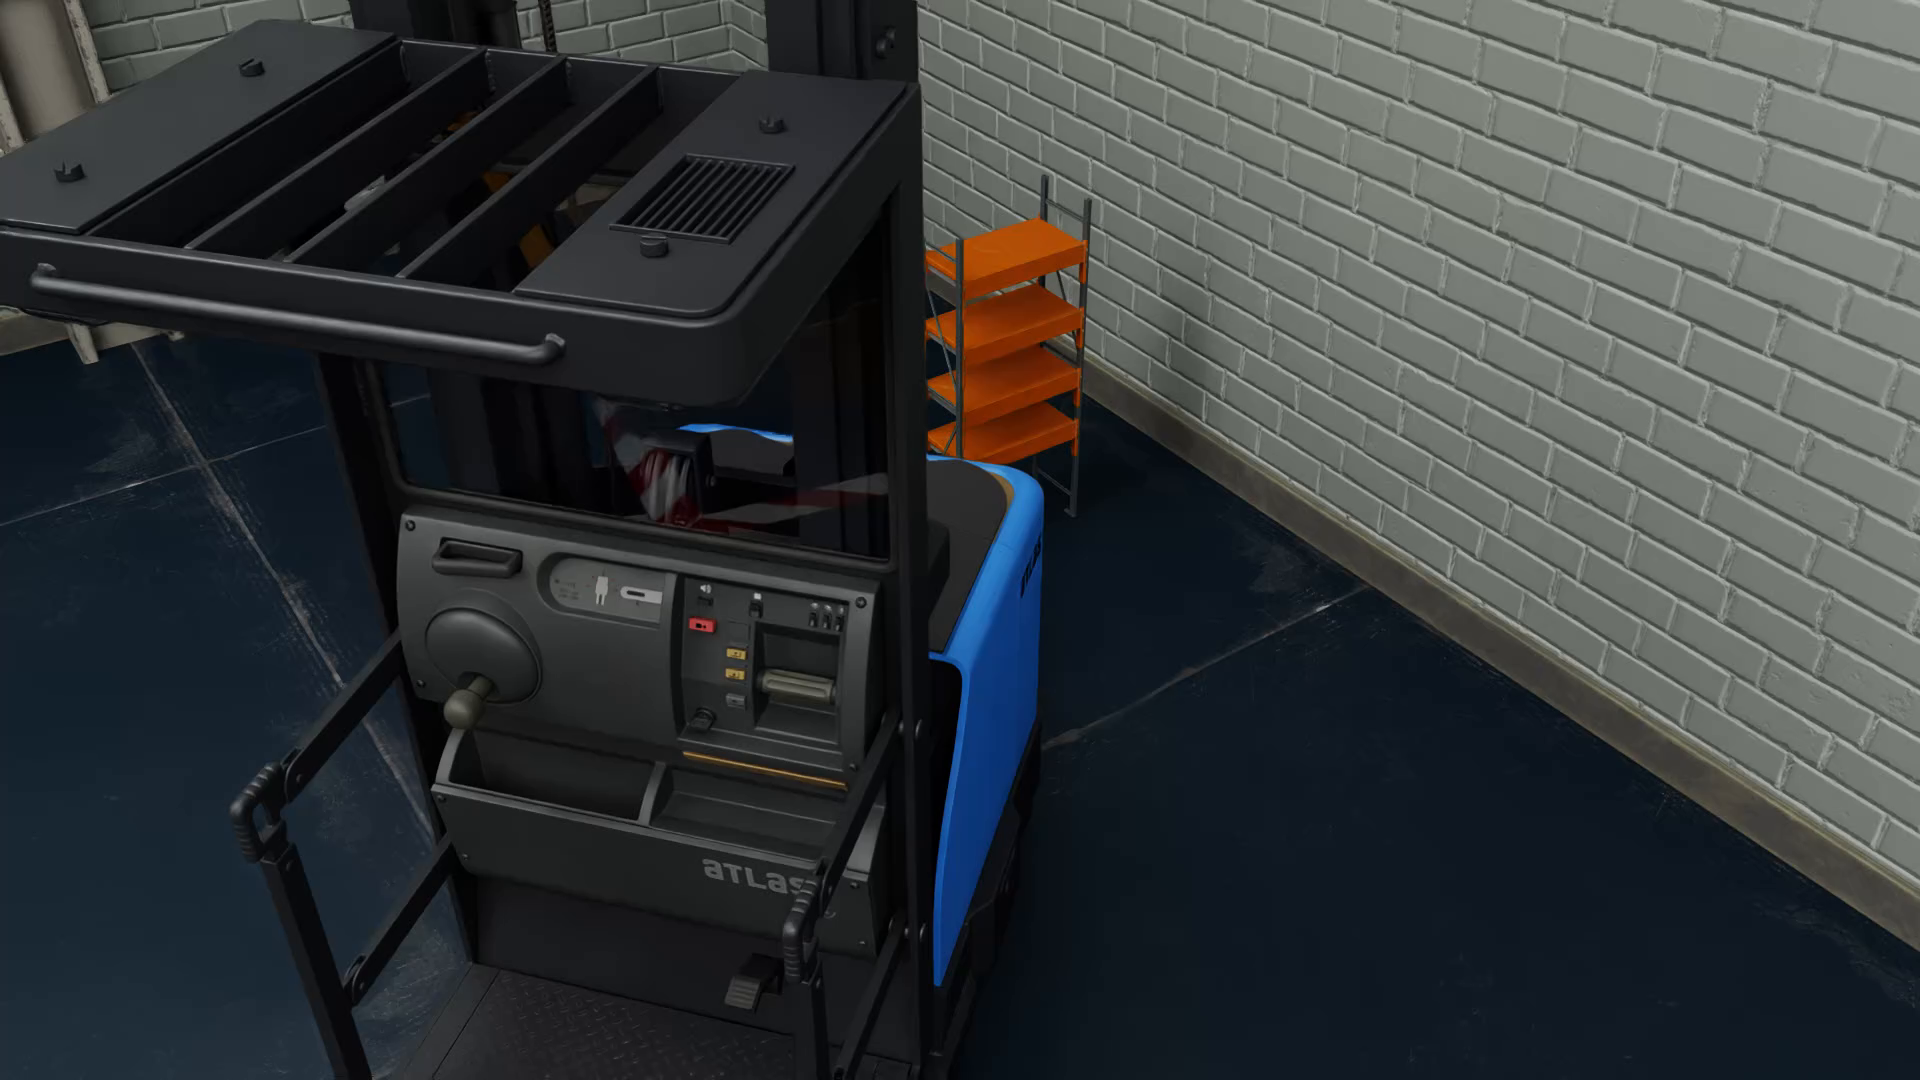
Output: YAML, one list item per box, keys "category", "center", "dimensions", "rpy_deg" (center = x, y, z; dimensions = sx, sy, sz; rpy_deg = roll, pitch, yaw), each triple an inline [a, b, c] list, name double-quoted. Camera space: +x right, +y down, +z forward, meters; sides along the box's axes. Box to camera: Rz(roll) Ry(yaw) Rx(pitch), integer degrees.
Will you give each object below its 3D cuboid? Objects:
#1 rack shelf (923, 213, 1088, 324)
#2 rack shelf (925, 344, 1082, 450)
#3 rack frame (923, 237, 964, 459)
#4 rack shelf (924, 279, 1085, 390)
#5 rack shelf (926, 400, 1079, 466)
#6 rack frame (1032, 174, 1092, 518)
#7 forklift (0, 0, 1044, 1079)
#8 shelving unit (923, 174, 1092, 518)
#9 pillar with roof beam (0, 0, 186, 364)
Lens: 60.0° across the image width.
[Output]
- category: "rack shelf"
  center: [0.135, -0.862, 5.248]
  dimensions: [0.480, 0.148, 0.258]
  rpy_deg: [-22, 41, -28]
- category: "rack shelf"
  center: [0.135, -0.488, 5.516]
  dimensions: [0.480, 0.148, 0.258]
  rpy_deg: [-22, 41, -28]
- category: "rack frame"
  center: [-0.064, -0.461, 5.363]
  dimensions: [0.015, 1.200, 0.240]
  rpy_deg: [-22, 41, -28]
- category: "rack shelf"
  center: [0.135, -0.670, 5.386]
  dimensions: [0.480, 0.148, 0.258]
  rpy_deg: [-22, 41, -28]
- category: "rack shelf"
  center: [0.135, -0.327, 5.632]
  dimensions: [0.480, 0.148, 0.258]
  rpy_deg: [-22, 41, -28]
- category: "rack frame"
  center: [0.335, -0.625, 5.591]
  dimensions: [0.015, 1.200, 0.240]
  rpy_deg: [-22, 41, -28]
- category: "forklift"
  center: [-0.659, 0.260, 2.878]
  dimensions: [1.130, 2.935, 3.031]
  rpy_deg: [9, 37, 12]
- category: "shelving unit"
  center: [0.135, -0.543, 5.477]
  dimensions: [0.503, 1.200, 0.258]
  rpy_deg: [-22, 41, -28]
- category: "pillar with roof beam"
  center: [-0.993, -2.449, 1.448]
  dimensions: [0.400, 9.000, 9.100]
  rpy_deg: [-22, 41, -28]
